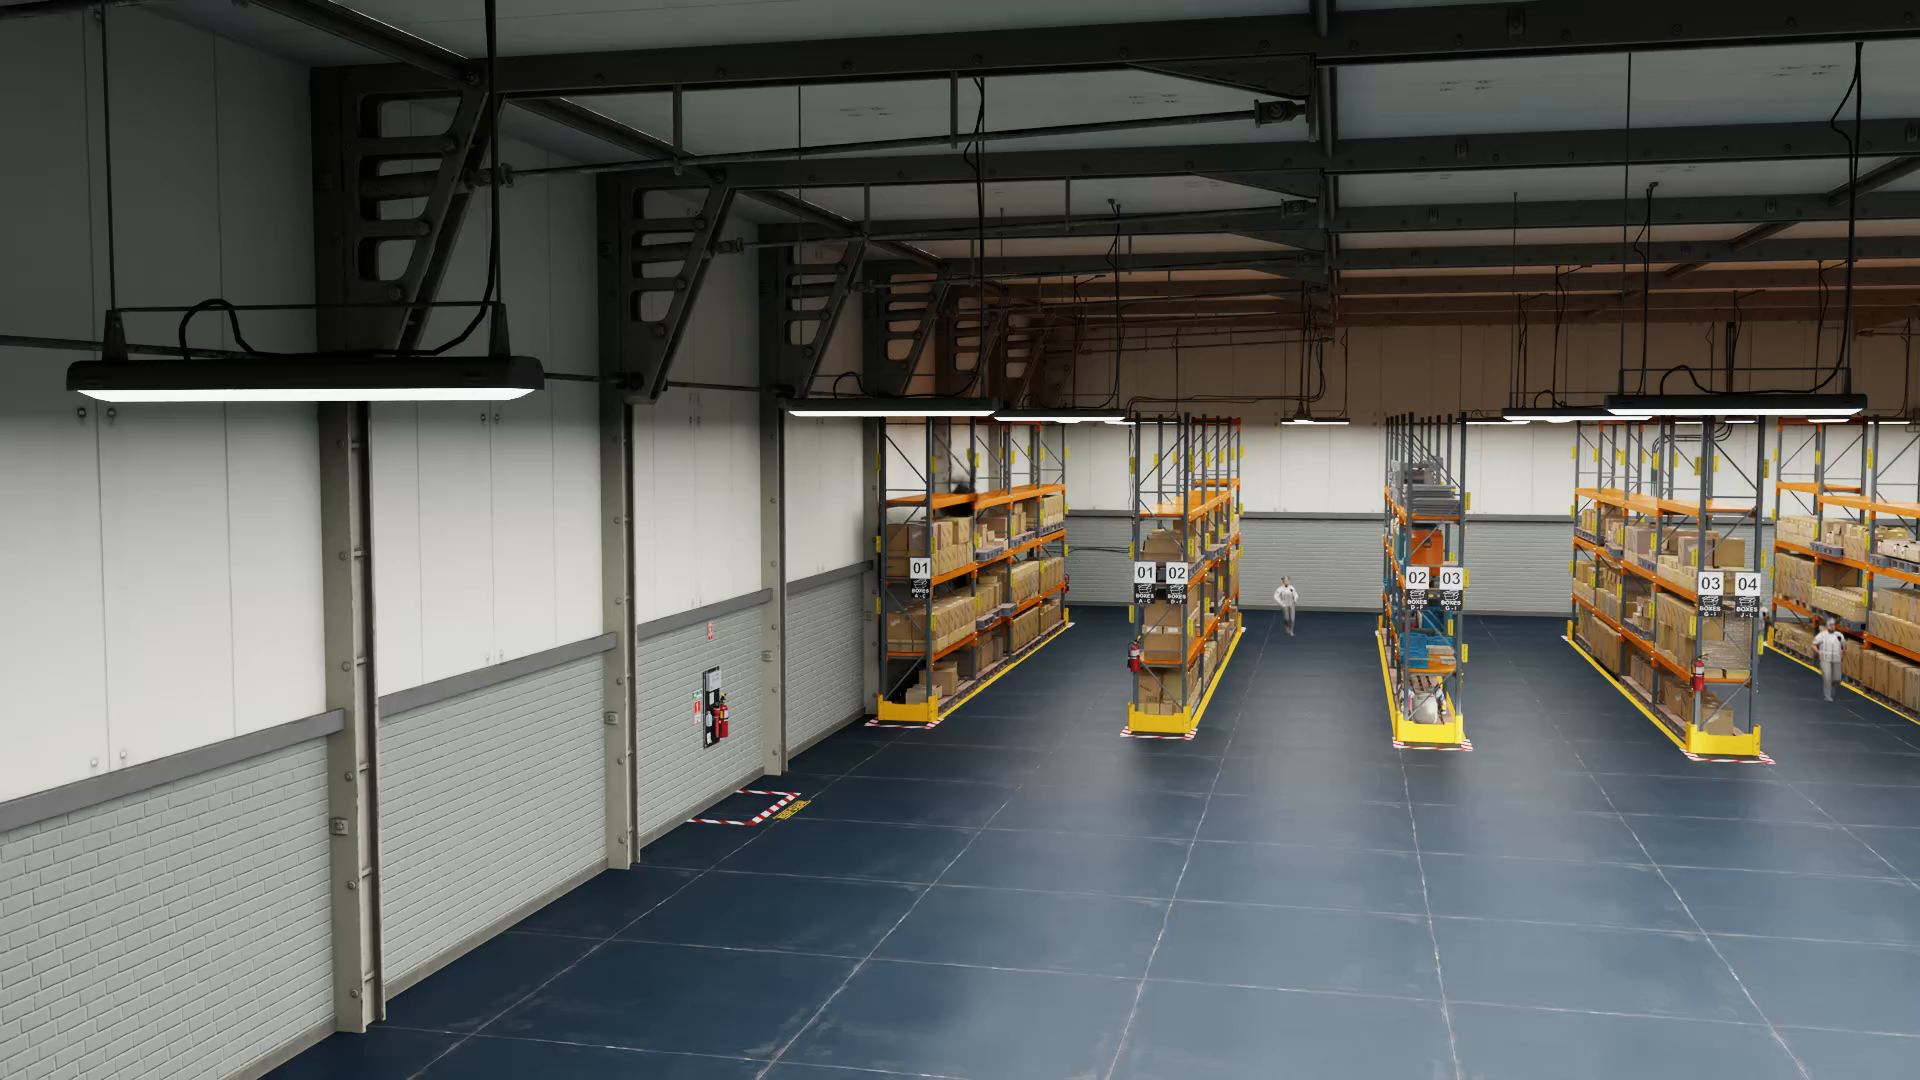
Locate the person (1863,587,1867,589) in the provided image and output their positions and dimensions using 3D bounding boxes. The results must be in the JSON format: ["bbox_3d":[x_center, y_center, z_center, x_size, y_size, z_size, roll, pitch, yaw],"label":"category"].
[{"bbox_3d":[23.370,2.029,42.957,0.597,1.640,0.616,0,4,7],"label":"person"}]

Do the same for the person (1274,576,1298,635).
[{"bbox_3d":[8.989,1.813,45.635,0.629,1.637,0.552,0,4,-4],"label":"person"}]

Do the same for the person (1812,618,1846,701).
[{"bbox_3d":[18.235,2.497,34.861,0.664,1.728,0.589,1,4,13],"label":"person"}]

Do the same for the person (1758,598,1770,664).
[{"bbox_3d":[19.443,2.198,40.583,0.560,1.651,0.718,1,4,19],"label":"person"}]
